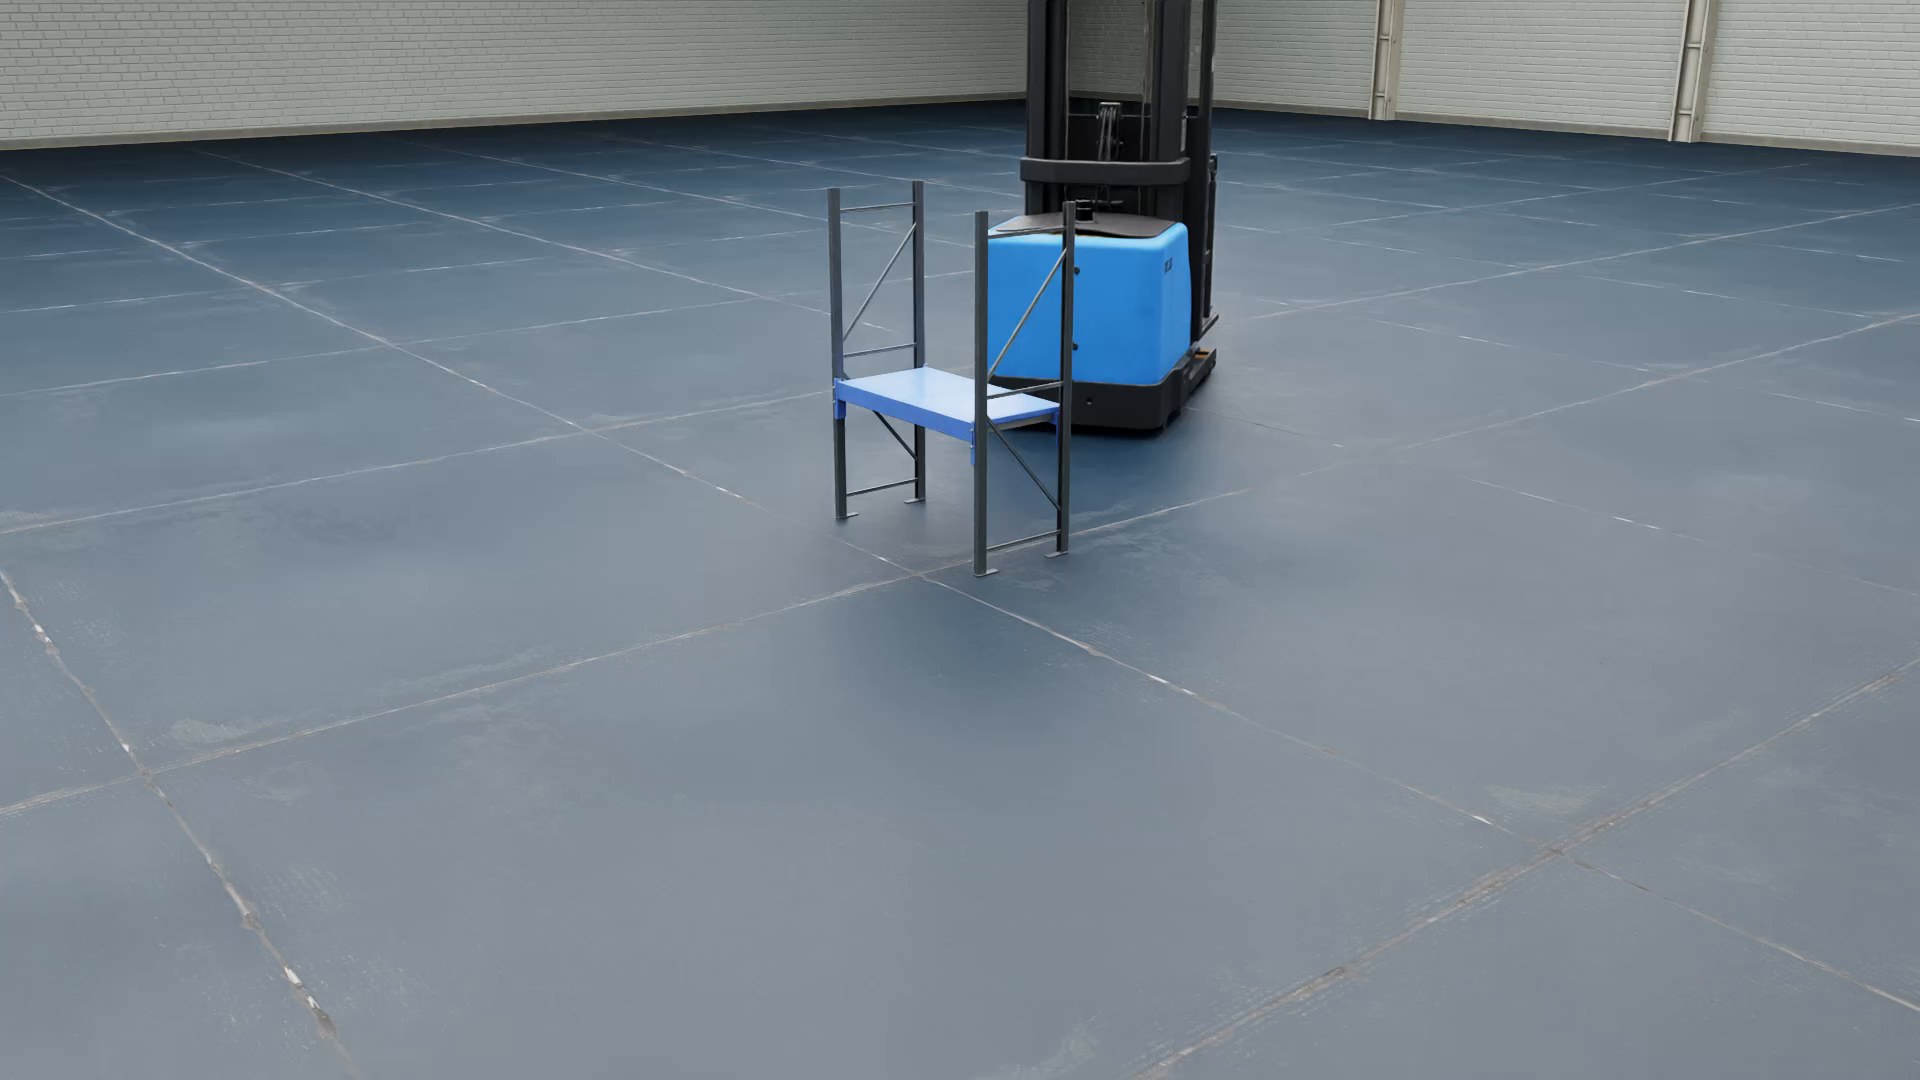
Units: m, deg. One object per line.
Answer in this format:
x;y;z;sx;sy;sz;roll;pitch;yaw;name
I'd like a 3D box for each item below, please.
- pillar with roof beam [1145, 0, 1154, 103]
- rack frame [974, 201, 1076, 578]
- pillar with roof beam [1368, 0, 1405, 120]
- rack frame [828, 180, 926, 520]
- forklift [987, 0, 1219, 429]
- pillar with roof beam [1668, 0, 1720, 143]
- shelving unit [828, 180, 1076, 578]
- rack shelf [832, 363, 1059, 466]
0.804;-12.793;31.681;9.100;9.000;0.400;-14;23;-36;pillar with roof beam
0.263;-0.608;6.812;0.500;1.500;0.032;-14;23;-36;rack frame
4.529;-11.314;27.216;9.100;9.000;0.400;-14;23;-36;pillar with roof beam
-0.369;-0.858;7.568;0.500;1.500;0.032;-14;23;-36;rack frame
0.997;-2.412;9.985;1.130;2.935;3.031;6;19;16;forklift
8.255;-9.836;22.751;9.100;9.000;0.400;-14;23;-36;pillar with roof beam
-0.053;-0.733;7.190;0.538;1.500;1.048;-14;23;-36;shelving unit
-0.053;-0.562;7.247;0.538;0.185;1.000;-14;23;-36;rack shelf
